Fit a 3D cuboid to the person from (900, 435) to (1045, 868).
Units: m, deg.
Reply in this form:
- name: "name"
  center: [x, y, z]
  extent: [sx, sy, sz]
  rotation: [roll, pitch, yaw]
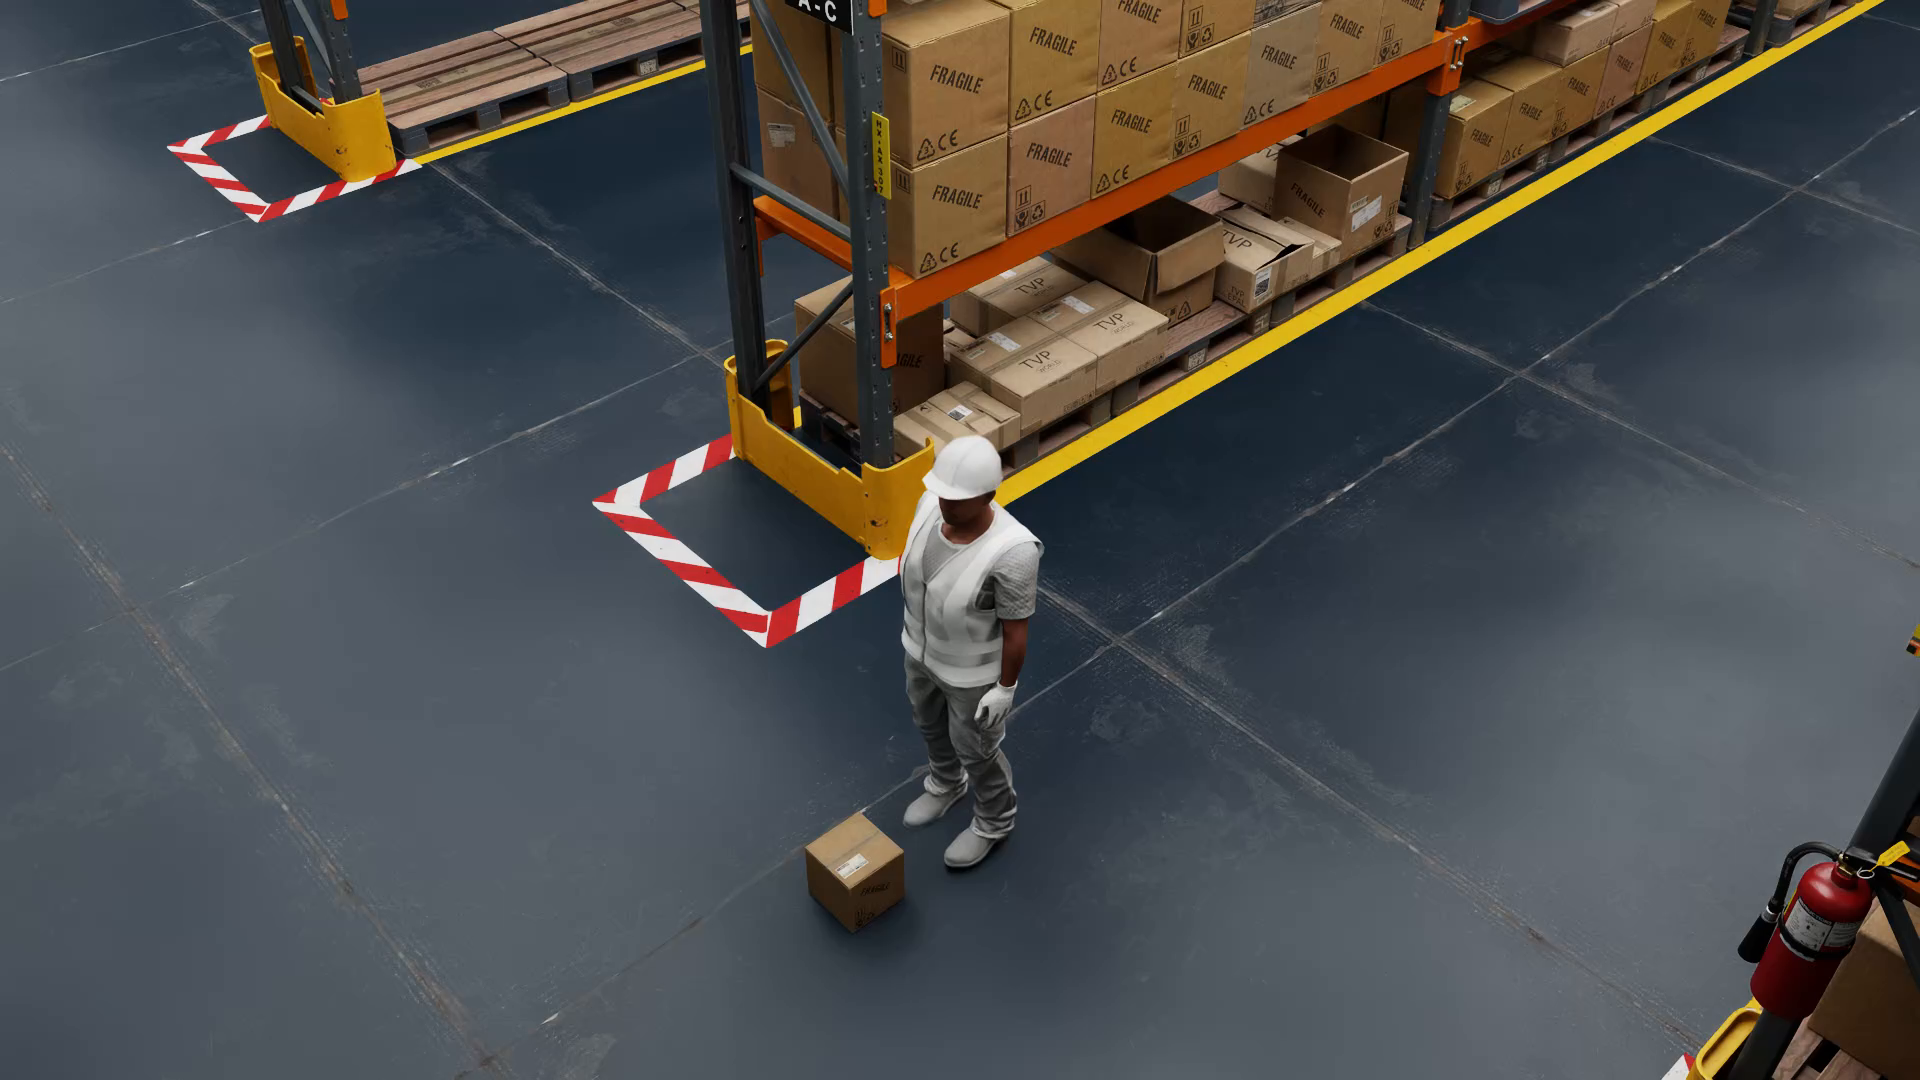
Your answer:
- name: "person"
  center: [0.010, 0.395, 5.673]
  extent: [0.354, 1.795, 0.545]
  rotation: [-29, 48, -30]
